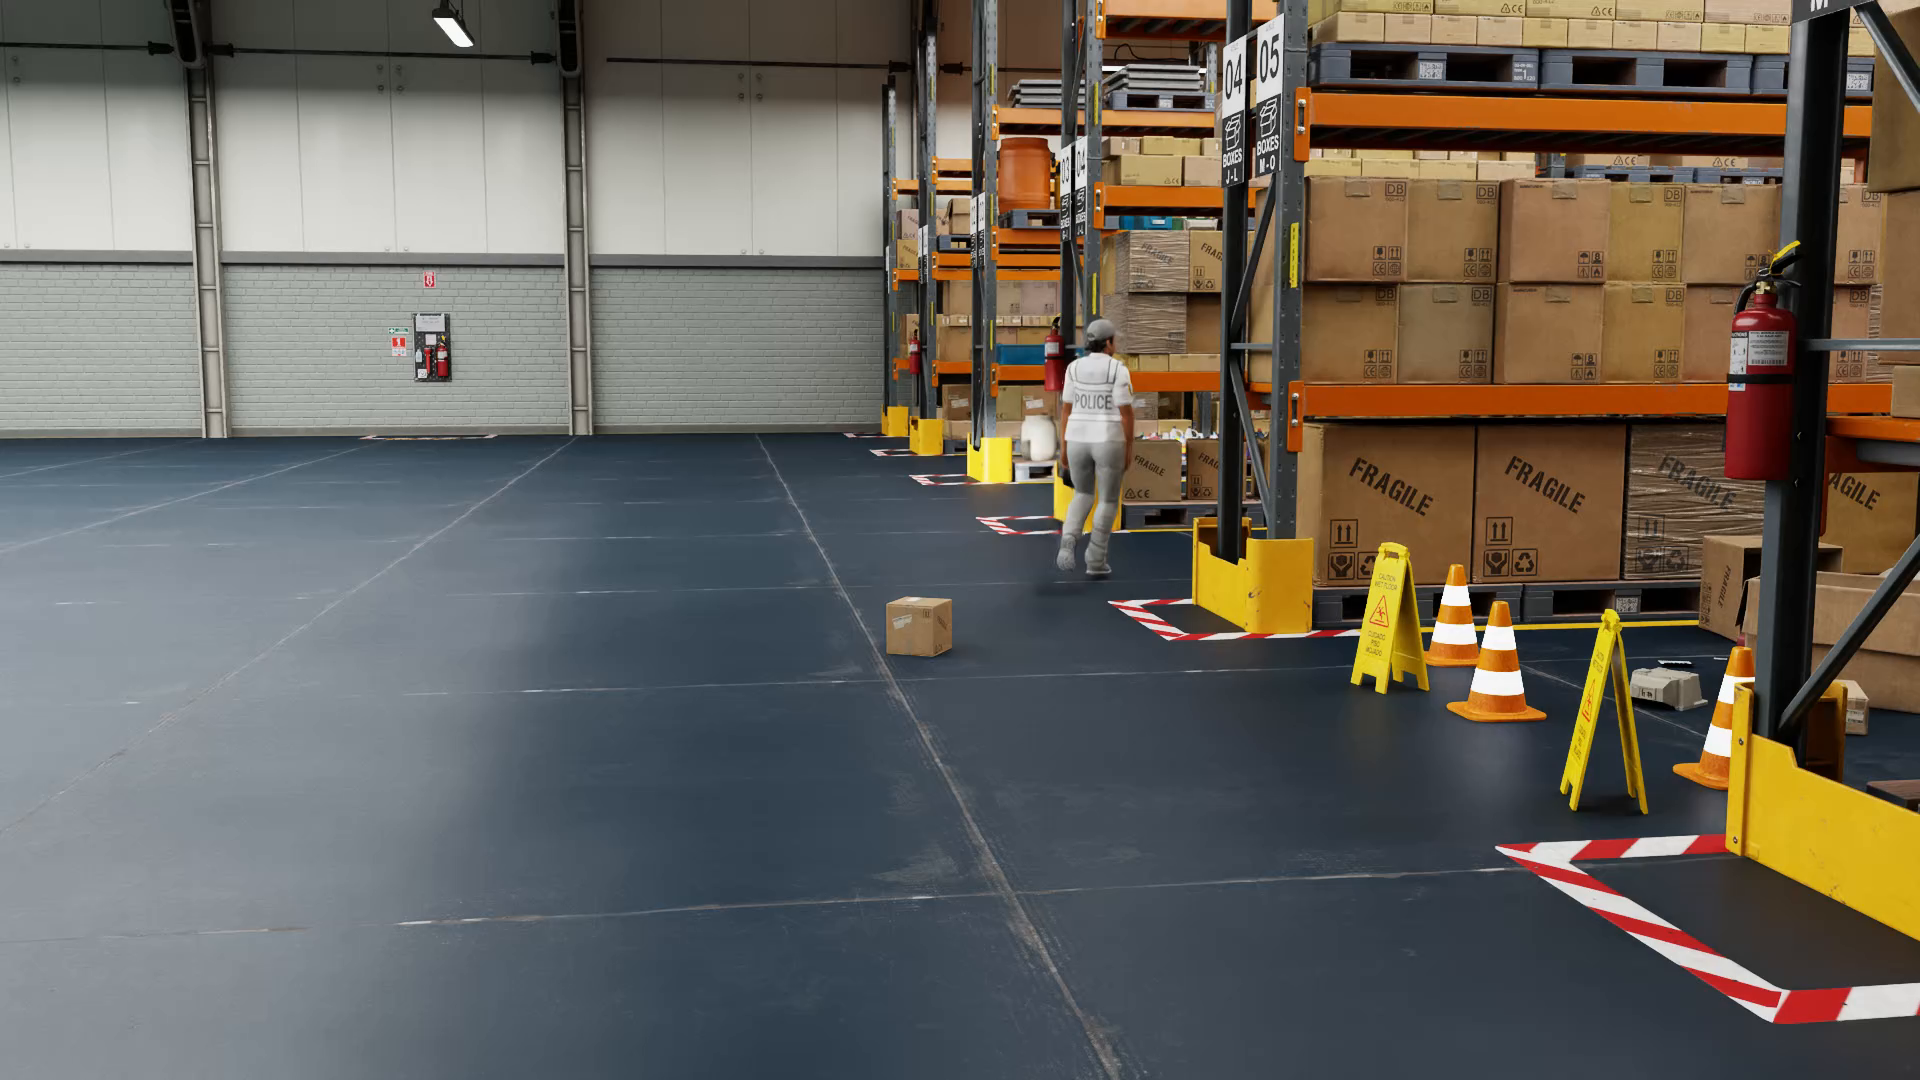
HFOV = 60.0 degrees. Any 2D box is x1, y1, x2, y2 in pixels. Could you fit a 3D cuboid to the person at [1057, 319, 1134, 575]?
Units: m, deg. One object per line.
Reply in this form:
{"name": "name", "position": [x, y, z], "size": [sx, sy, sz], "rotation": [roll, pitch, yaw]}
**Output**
{"name": "person", "position": [0.899, -0.595, 10.762], "size": [0.515, 1.657, 0.472], "rotation": [3, 7, 28]}
